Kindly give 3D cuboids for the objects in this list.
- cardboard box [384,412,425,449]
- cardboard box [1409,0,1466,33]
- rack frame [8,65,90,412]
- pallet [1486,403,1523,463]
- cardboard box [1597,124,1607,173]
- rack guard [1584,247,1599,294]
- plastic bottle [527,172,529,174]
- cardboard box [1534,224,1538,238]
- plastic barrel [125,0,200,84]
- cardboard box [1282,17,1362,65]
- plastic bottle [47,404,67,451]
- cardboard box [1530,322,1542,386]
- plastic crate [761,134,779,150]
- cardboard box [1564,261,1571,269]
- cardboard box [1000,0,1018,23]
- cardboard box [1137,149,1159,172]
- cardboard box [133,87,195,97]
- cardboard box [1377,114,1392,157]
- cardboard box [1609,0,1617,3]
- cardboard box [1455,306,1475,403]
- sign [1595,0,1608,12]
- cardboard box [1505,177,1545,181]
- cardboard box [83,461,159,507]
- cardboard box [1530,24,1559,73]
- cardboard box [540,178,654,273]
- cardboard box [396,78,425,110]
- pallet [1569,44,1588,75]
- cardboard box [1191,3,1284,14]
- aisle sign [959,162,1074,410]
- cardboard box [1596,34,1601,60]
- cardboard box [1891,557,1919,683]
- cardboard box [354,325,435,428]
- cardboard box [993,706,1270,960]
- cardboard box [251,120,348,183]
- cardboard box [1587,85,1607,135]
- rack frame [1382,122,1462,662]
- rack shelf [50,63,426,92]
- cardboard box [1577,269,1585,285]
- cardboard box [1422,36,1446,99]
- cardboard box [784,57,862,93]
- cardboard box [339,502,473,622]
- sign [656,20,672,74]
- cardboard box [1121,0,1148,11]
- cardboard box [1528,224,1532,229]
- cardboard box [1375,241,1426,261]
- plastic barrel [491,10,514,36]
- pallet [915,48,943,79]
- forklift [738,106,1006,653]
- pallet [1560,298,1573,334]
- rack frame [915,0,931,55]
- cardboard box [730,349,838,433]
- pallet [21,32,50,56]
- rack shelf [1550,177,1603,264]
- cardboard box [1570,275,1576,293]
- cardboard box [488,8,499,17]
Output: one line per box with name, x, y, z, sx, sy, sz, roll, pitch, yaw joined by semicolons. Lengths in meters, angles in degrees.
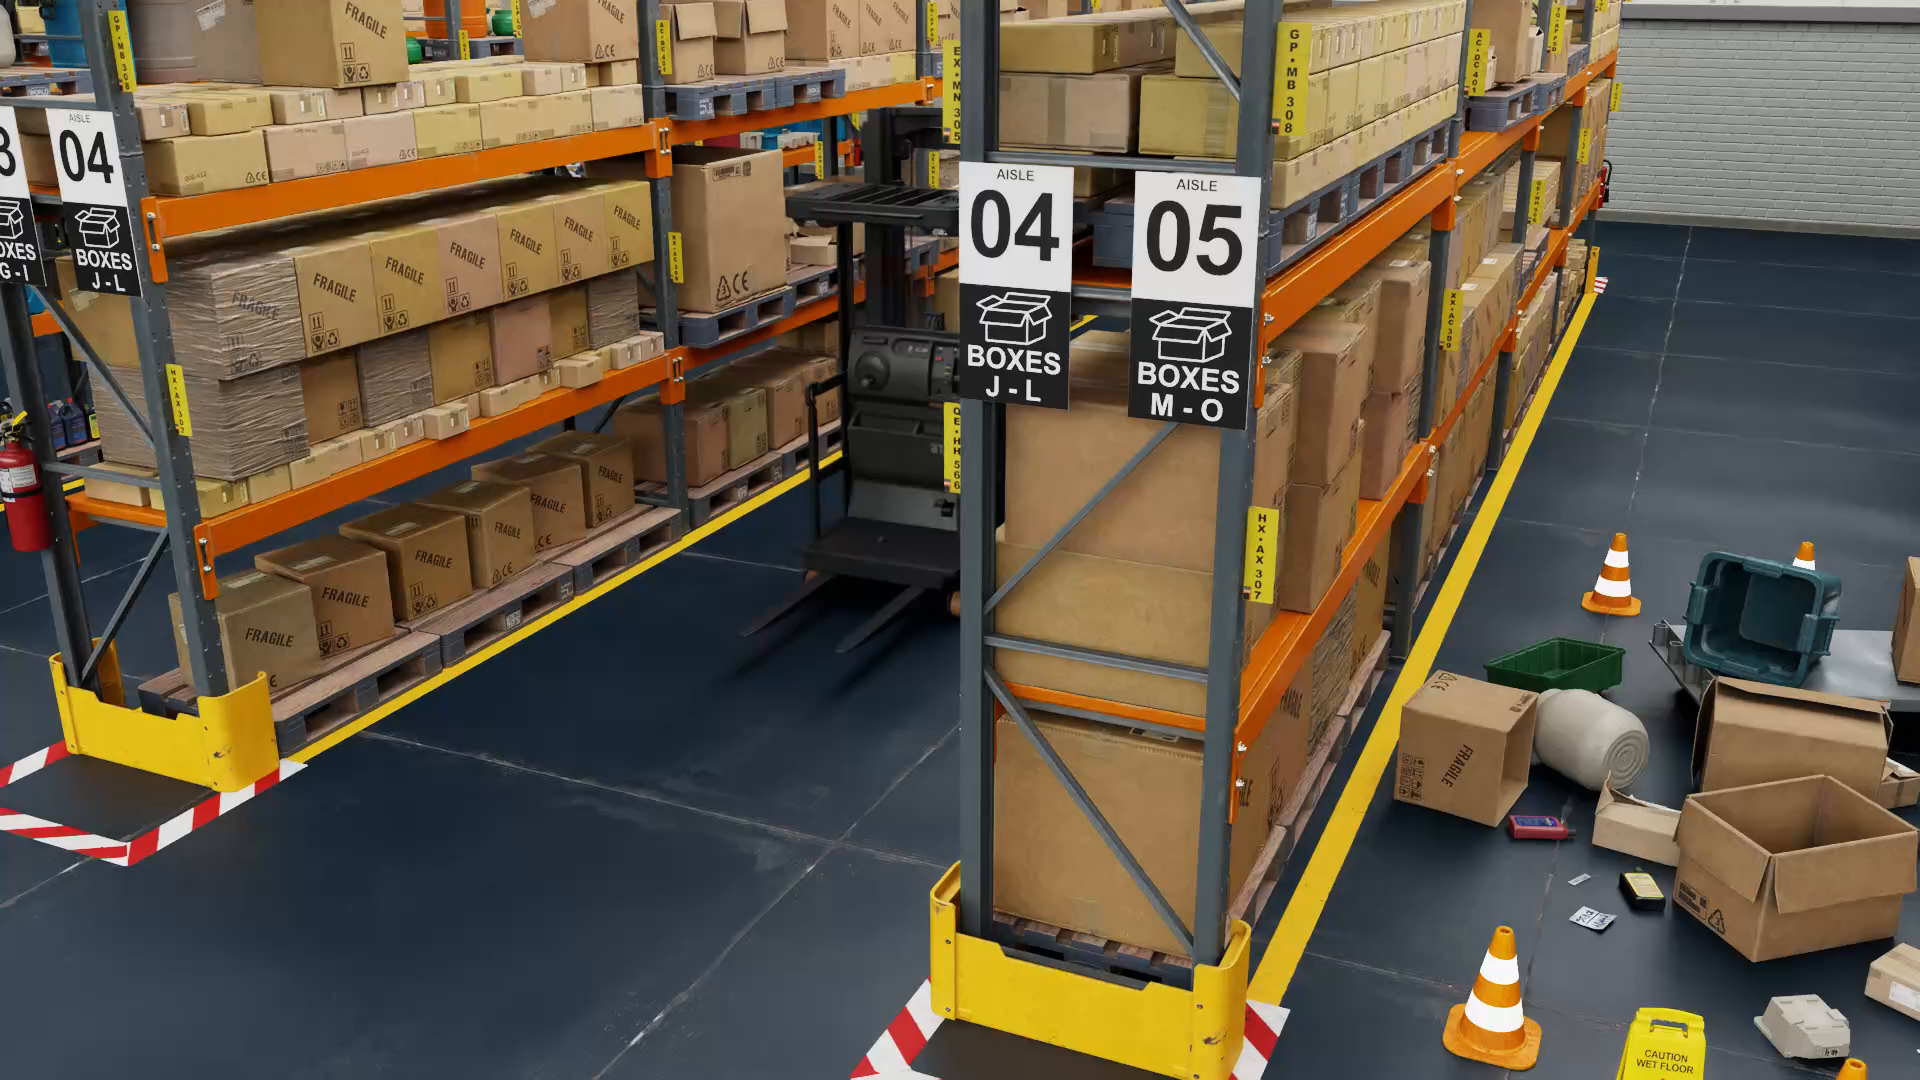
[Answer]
cardboard box;-3.163;-0.613;9.091;0.380;0.149;0.250;9;21;23
cardboard box;2.259;-2.565;8.138;0.380;0.149;0.250;8;21;22
rack frame;-6.884;-2.197;13.169;1.000;3.000;0.127;9;21;23
pallet;4.078;-0.953;13.834;1.003;0.211;1.213;9;21;23
cardboard box;7.083;-4.488;19.020;0.500;0.500;0.500;9;21;24
rack guard;7.001;-3.273;19.925;1.175;0.500;0.348;9;21;23
plastic bottle;-4.816;-3.985;18.371;0.061;0.283;0.133;9;21;23
cardboard box;4.773;-2.702;14.337;0.380;0.149;0.250;8;21;21
plastic barrel;-6.606;-4.231;13.665;0.600;0.901;0.600;0;20;0
cardboard box;1.220;-1.789;5.954;0.380;0.149;0.250;9;21;23
plastic bottle;-6.963;-0.861;12.709;0.144;0.351;0.185;7;21;20
cardboard box;4.897;-1.697;14.869;0.500;0.500;0.500;8;21;22
plastic crate;-2.577;-5.151;21.637;0.416;0.233;0.300;9;21;23
cardboard box;6.388;-2.937;17.991;0.380;0.149;0.250;9;21;23
cardboard box;0.090;-5.027;15.870;0.797;0.503;0.637;8;21;22
cardboard box;0.516;-1.426;6.125;0.380;0.149;0.250;9;21;24
cardboard box;-3.949;-2.114;8.090;0.380;0.149;0.250;8;21;20
cardboard box;1.534;-1.647;6.746;0.380;0.149;0.250;9;21;23
cardboard box;6.860;-5.862;17.881;0.380;0.149;0.250;9;21;24
cardboard box;2.785;-1.131;10.023;0.500;0.500;0.500;9;21;23
sign;5.902;-5.018;15.267;0.100;0.325;0.005;9;21;23
cardboard box;4.874;-3.063;14.465;0.380;0.149;0.250;8;21;20
cardboard box;-4.075;-0.291;8.186;0.380;0.149;0.250;9;21;23
cardboard box;4.233;-3.627;12.564;0.500;0.500;0.500;9;21;23
cardboard box;-2.299;-2.000;10.531;0.500;0.500;0.500;9;21;23
cardboard box;-3.056;-2.353;8.760;0.380;0.149;0.250;8;21;22
pallet;5.044;-4.402;15.173;1.213;0.211;1.003;9;21;23
cardboard box;1.243;-2.344;7.517;0.380;0.149;0.250;9;21;23
aisle sign;0.178;-0.827;5.438;0.394;0.787;0.004;9;21;23
cardboard box;6.021;-4.853;16.386;0.500;0.250;0.500;8;21;22
cardboard box;5.039;0.429;8.387;0.500;0.500;0.500;9;21;23
cardboard box;-3.414;-0.962;9.104;0.875;0.500;0.500;9;21;23
cardboard box;0.698;1.004;6.713;0.875;0.875;0.875;9;21;23
cardboard box;-3.365;-1.907;8.102;0.500;0.250;0.500;8;21;21
cardboard box;6.660;-4.643;17.963;0.500;0.500;0.500;10;22;25
rack frame;2.118;-0.805;9.257;1.000;3.000;0.127;9;21;23
rack shelf;-6.065;-3.882;14.506;1.077;0.370;4.000;9;21;23
cardboard box;6.994;-3.046;19.186;0.380;0.149;0.250;9;22;24
cardboard box;1.944;-2.193;7.686;0.500;0.250;0.500;8;21;22
cardboard box;-1.097;-3.597;12.853;0.500;0.250;0.500;9;22;24
cardboard box;-3.245;0.121;9.756;0.500;0.500;0.500;11;22;28
sign;-1.867;-3.102;10.466;0.100;0.325;0.005;9;21;23
cardboard box;1.744;-6.219;19.079;0.700;0.500;0.500;10;22;25
cardboard box;4.559;-2.687;13.851;0.380;0.149;0.250;9;21;23
cardboard box;1.936;-1.277;8.747;0.875;0.550;0.550;9;21;23
plastic barrel;-4.602;-5.250;16.882;0.294;0.245;0.294;0;20;0
pallet;-0.512;-4.268;14.799;1.213;0.211;1.003;10;22;25
forklift;-0.343;-1.068;10.097;1.130;2.935;3.031;8;21;22
pallet;6.135;-2.522;18.244;1.003;0.211;1.213;9;21;23
rack frame;-0.727;-5.566;13.691;1.000;3.000;0.127;9;21;23
cardboard box;-1.425;-1.216;13.486;0.700;0.500;0.500;11;22;27
pallet;-9.960;-5.205;17.432;1.213;0.211;1.003;10;22;25
rack shelf;6.213;-3.523;17.973;1.077;0.370;4.000;9;21;23
cardboard box;6.456;-2.785;18.008;0.380;0.149;0.250;9;21;23
cardboard box;-6.865;-7.389;23.517;0.500;0.250;0.500;9;21;23
